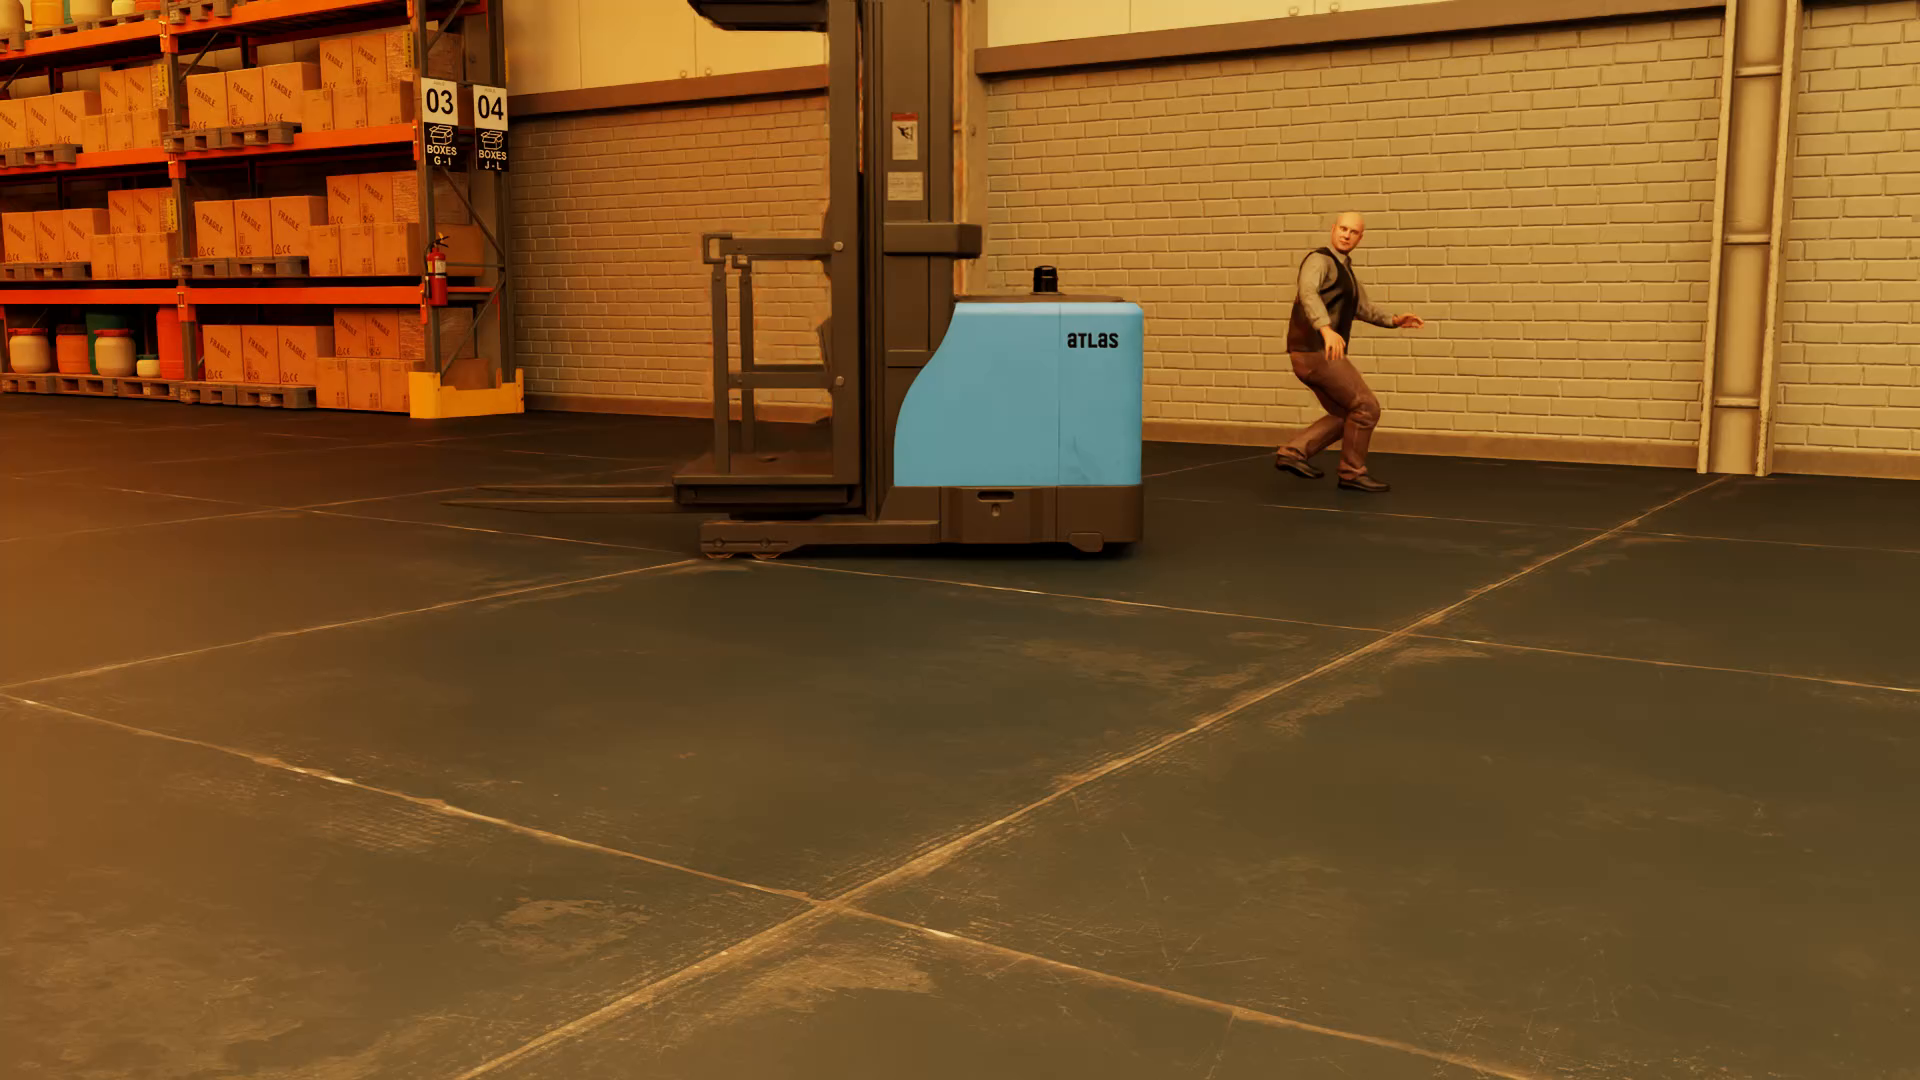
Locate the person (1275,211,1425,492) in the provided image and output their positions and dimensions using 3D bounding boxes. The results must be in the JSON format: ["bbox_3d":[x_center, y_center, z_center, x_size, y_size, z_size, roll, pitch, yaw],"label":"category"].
[{"bbox_3d":[2.218,-1.065,9.462,0.815,1.595,0.857,2,8,14],"label":"person"}]

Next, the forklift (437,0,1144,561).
[{"bbox_3d":[-0.738,-1.440,7.316,3.031,2.935,1.130,0,8,-1],"label":"forklift"}]
